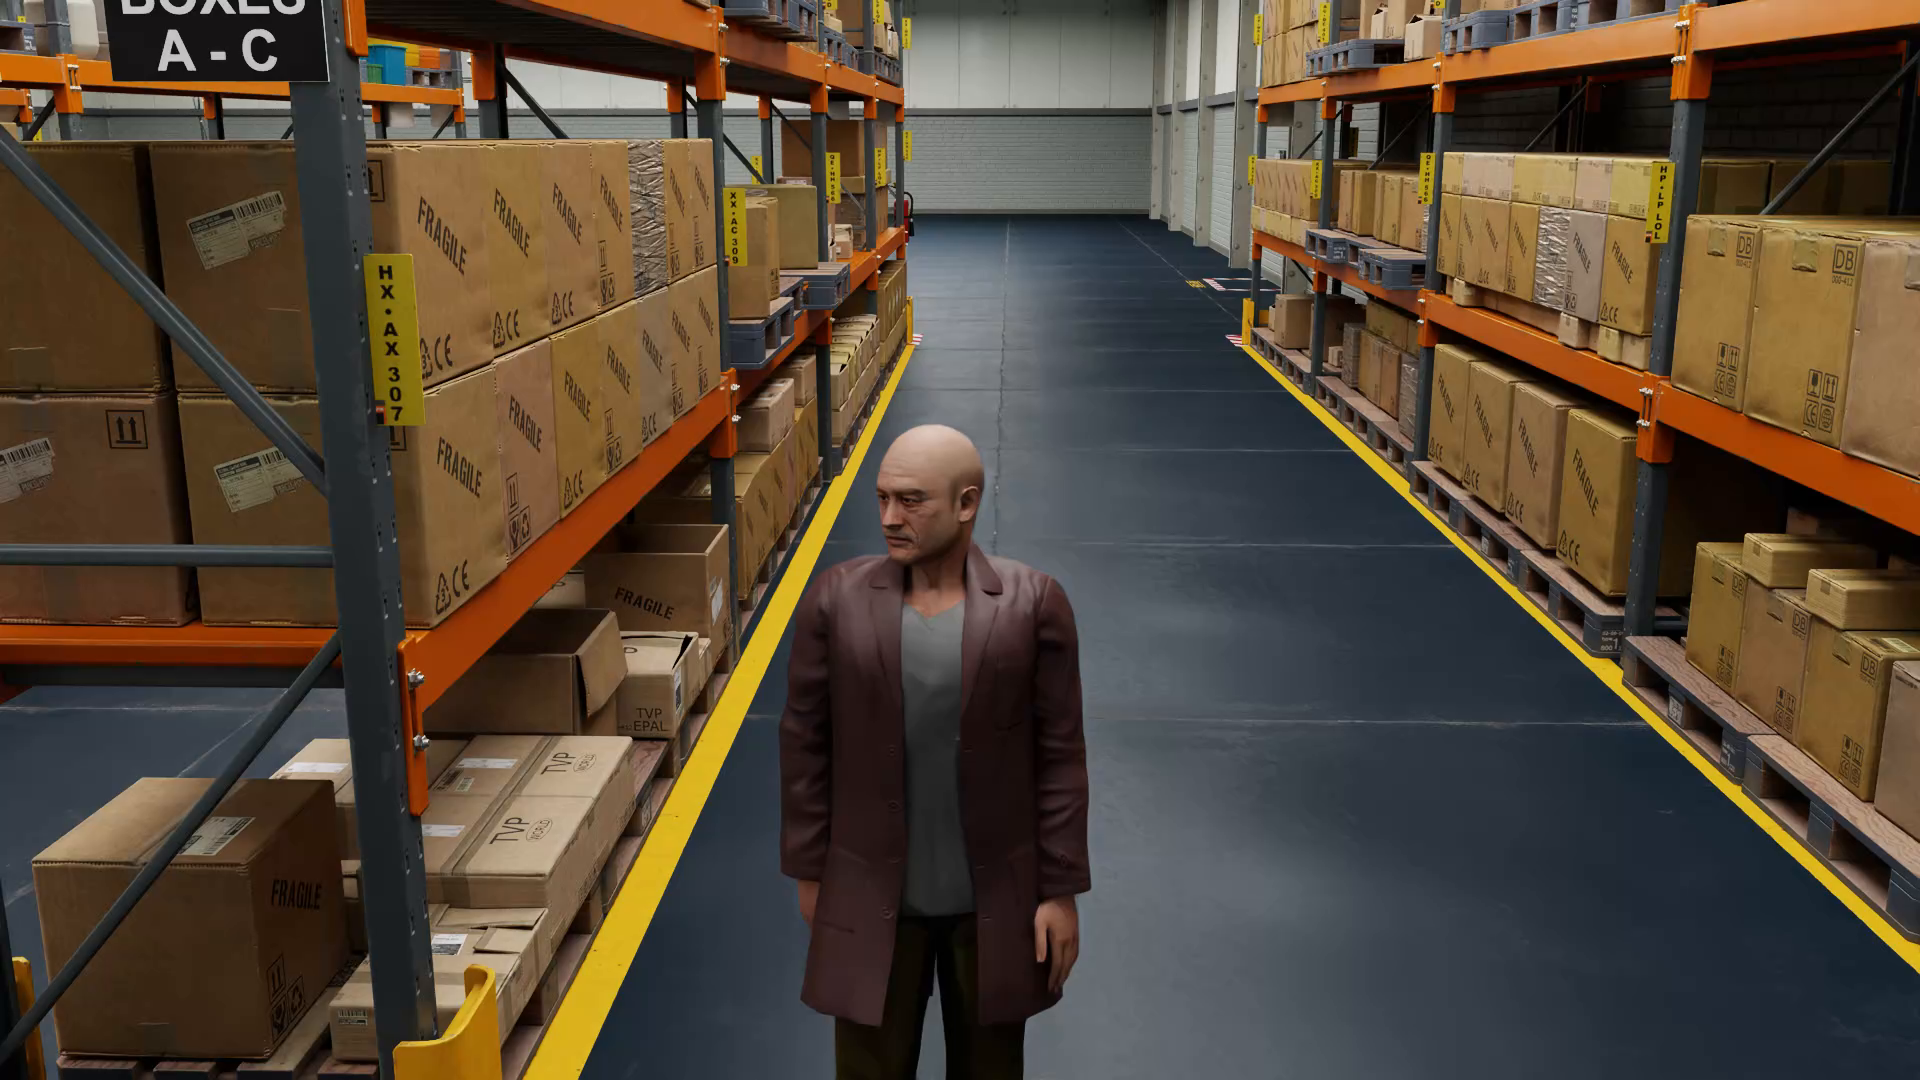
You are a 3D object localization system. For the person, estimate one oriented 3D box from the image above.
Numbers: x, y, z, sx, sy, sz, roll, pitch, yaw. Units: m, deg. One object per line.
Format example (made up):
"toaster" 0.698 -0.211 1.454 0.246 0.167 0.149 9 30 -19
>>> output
"person" -0.049 0.678 3.166 0.594 1.794 0.578 0 14 -2
